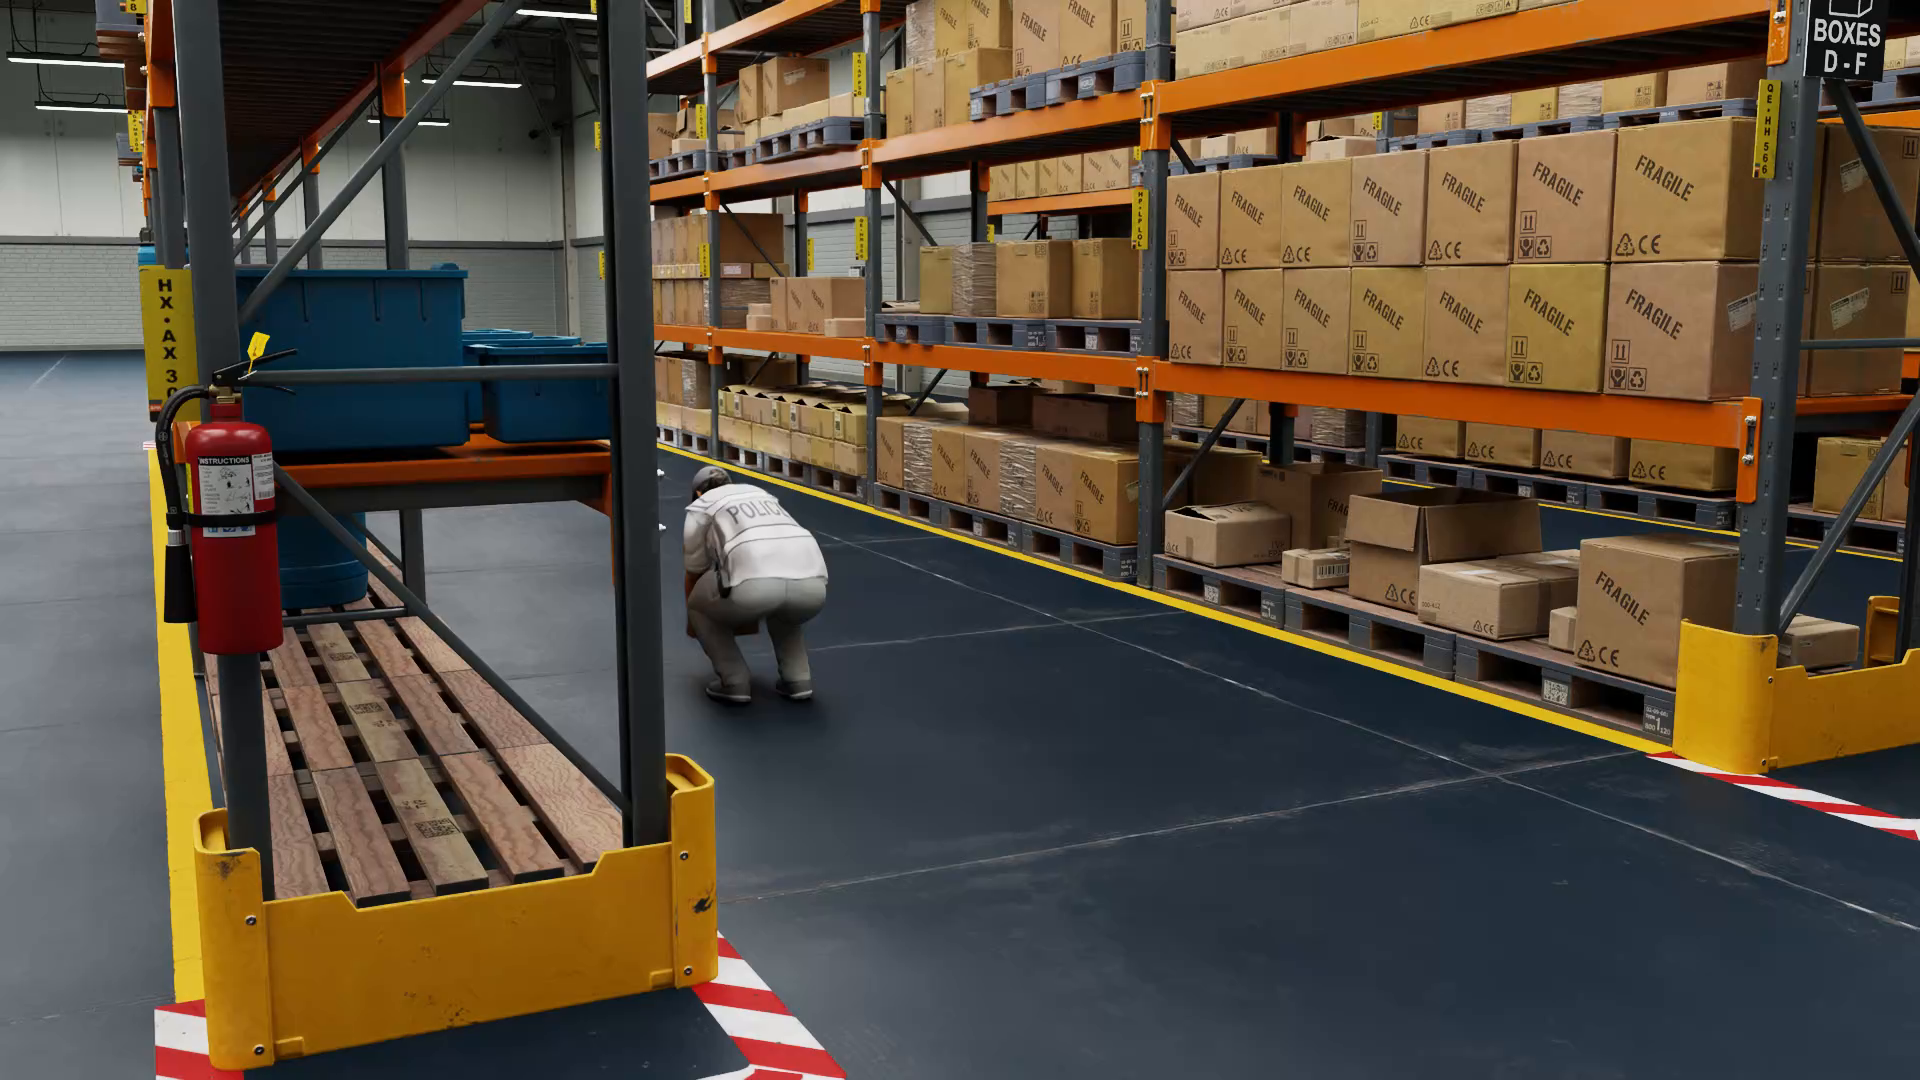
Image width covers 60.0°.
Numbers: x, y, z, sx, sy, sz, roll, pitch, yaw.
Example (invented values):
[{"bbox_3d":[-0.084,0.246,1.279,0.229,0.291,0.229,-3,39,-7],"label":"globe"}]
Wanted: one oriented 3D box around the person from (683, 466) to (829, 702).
[{"bbox_3d":[-0.887,0.188,7.032,0.496,0.949,0.875,-5,10,-27],"label":"person"}]
